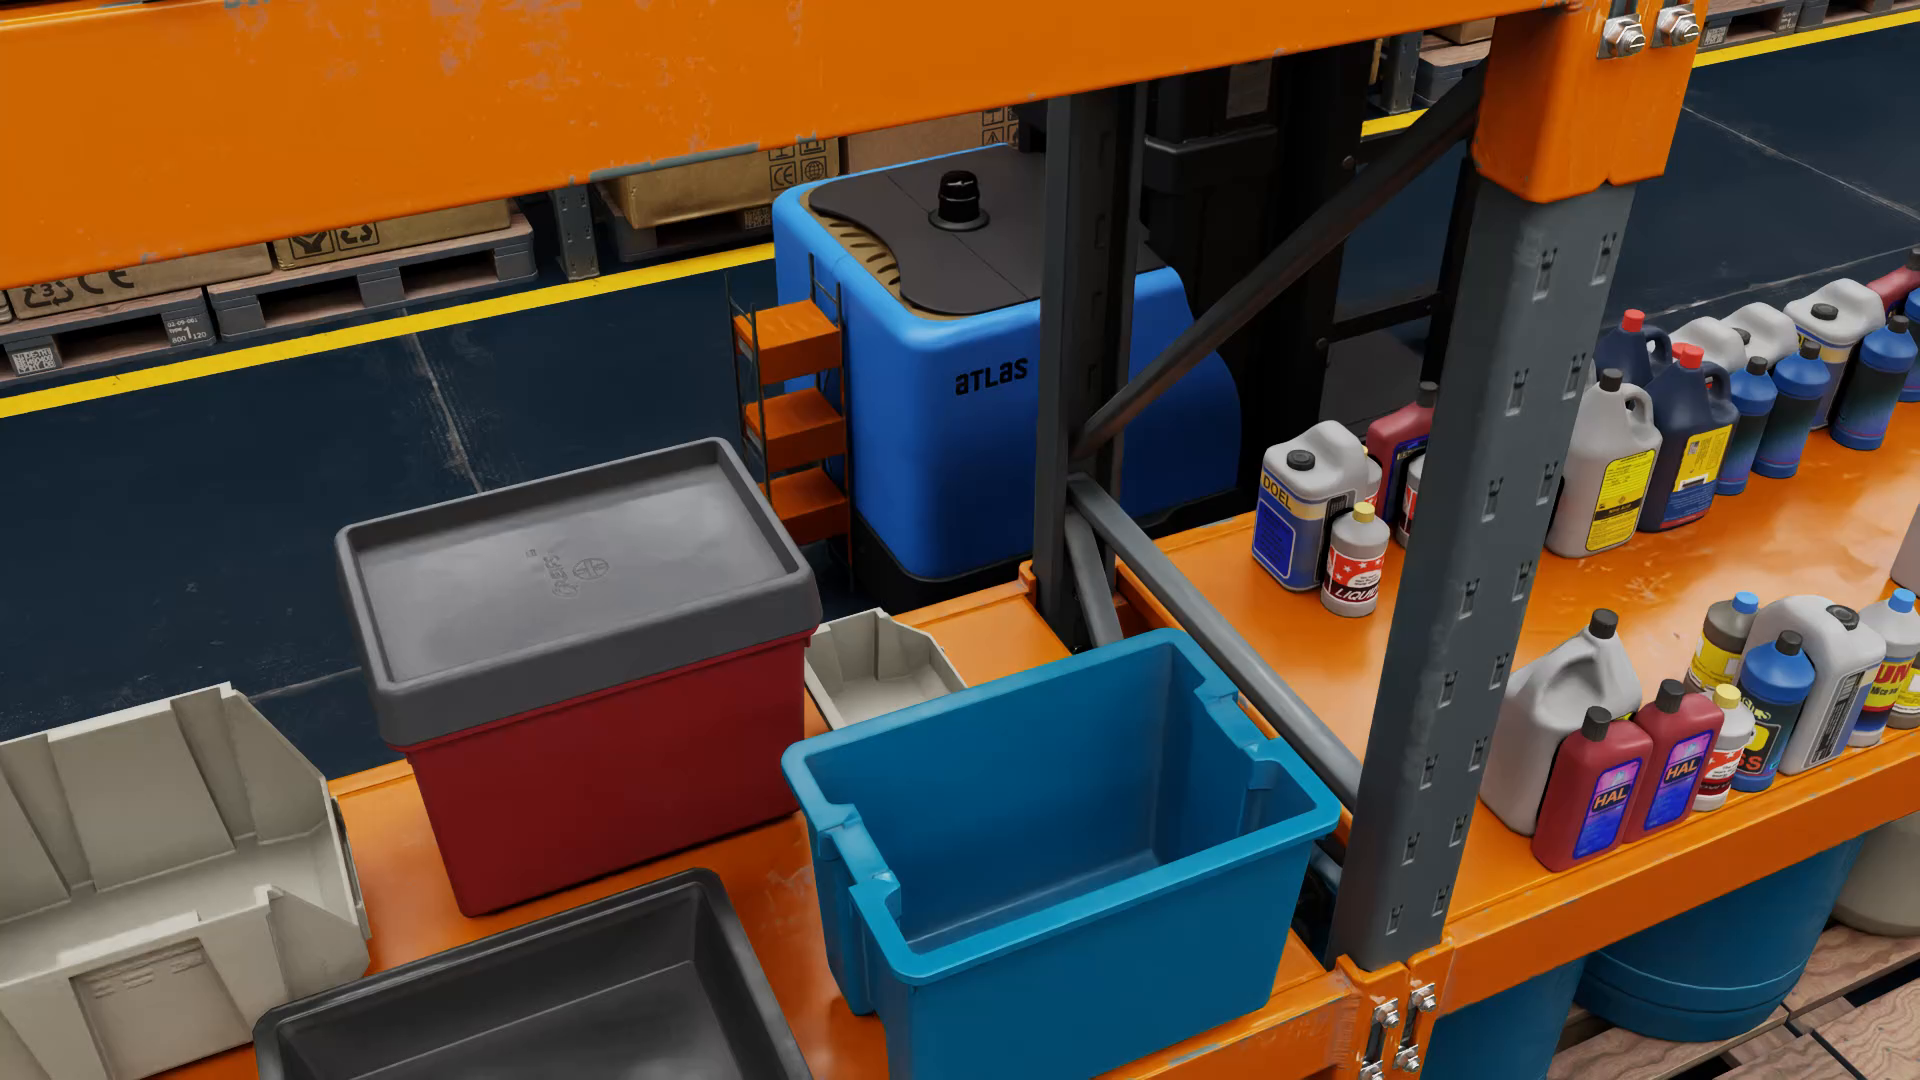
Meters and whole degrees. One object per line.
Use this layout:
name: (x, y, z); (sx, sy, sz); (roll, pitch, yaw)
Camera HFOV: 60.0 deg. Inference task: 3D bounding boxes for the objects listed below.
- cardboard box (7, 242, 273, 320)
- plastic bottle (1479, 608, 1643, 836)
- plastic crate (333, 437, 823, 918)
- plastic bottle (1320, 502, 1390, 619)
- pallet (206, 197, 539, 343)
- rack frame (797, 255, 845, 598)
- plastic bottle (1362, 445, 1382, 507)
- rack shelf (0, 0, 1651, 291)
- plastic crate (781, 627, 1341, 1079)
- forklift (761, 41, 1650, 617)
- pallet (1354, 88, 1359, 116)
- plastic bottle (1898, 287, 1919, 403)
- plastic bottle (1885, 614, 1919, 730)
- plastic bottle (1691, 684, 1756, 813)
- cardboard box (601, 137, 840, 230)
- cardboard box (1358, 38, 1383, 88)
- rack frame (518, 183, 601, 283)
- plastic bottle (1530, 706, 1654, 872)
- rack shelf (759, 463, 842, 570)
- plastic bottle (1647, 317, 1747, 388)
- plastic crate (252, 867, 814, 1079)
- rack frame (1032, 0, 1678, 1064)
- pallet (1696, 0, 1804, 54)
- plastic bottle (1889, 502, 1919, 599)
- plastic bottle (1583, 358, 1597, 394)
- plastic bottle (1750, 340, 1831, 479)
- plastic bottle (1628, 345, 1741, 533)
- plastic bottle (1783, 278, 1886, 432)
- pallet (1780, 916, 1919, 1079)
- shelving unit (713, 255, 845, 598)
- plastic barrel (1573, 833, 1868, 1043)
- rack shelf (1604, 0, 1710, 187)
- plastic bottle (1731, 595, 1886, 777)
cardboard box: (-3.158, -1.476, 6.154); (0.875, 0.875, 0.875); (-16, 39, -20)
plastic bottle: (0.886, 0.253, 2.432); (0.185, 0.351, 0.144); (-16, 39, -20)
plastic crate: (-0.522, 0.199, 2.360); (0.583, 0.464, 0.402); (-16, 39, -20)
plastic bottle: (0.682, 0.026, 2.863); (0.097, 0.201, 0.097); (0, 37, 0)
pallet: (-2.433, -1.243, 6.748); (1.213, 0.211, 1.003); (-16, 39, -20)
rack frame: (-0.395, -0.302, 4.776); (0.008, 1.050, 0.200); (-17, 40, -22)
plastic bottle: (0.706, -0.080, 3.007); (0.097, 0.201, 0.097); (0, 37, 0)
rack shelf: (-1.417, -0.251, 1.157); (4.000, 0.370, 1.077); (-16, 39, -20)
plastic crate: (0.115, 0.443, 2.098); (0.575, 0.384, 0.392); (-16, 39, -20)
forklift: (0.959, -1.472, 4.775); (3.031, 2.935, 1.130); (-17, 40, -22)
pallet: (1.164, -2.246, 8.102); (1.213, 0.211, 1.003); (-16, 39, -20)
plastic bottle: (1.971, -0.422, 3.409); (0.097, 0.271, 0.097); (0, 37, 0)
plastic bottle: (1.510, 0.194, 2.637); (0.097, 0.201, 0.097); (0, 37, 0)
plastic bottle: (1.124, 0.302, 2.491); (0.097, 0.201, 0.097); (0, 37, 0)
cardboard box: (-1.141, -2.001, 6.861); (0.875, 0.875, 1.225); (-15, 39, -20)
cardboard box: (1.276, -2.677, 7.773); (0.875, 0.875, 1.225); (-17, 40, -22)
rack frame: (-1.711, -2.513, 6.120); (0.127, 3.000, 1.000); (-16, 39, -20)
plastic bottle: (0.906, 0.342, 2.369); (0.133, 0.283, 0.061); (-16, 39, -20)
rack shelf: (-0.503, -0.037, 4.902); (0.240, 0.259, 0.215); (-17, 40, -22)
plastic bottle: (1.400, -0.286, 3.222); (0.135, 0.276, 0.152); (-16, 39, -20)
plastic crate: (-0.506, 0.673, 2.006); (0.590, 0.125, 0.437); (-16, 39, -20)
rack frame: (0.393, 0.158, 2.519); (0.127, 3.000, 1.000); (-16, 39, -20)
pallet: (3.720, -2.909, 8.995); (1.213, 0.211, 1.003); (-16, 39, -20)
plastic bottle: (1.747, -0.020, 2.863); (0.135, 0.276, 0.152); (-16, 39, -20)
plastic bottle: (1.086, -0.231, 3.085); (0.185, 0.351, 0.144); (-16, 39, -20)
plastic bottle: (1.591, -0.256, 3.185); (0.097, 0.271, 0.097); (0, 37, 0)
plastic bottle: (1.315, -0.200, 3.043); (0.185, 0.351, 0.144); (-16, 39, -20)
plastic bottle: (1.731, -0.379, 3.347); (0.135, 0.276, 0.152); (-16, 39, -20)
pallet: (2.215, 0.794, 4.002); (1.213, 0.211, 1.003); (-16, 39, -20)
shelving unit: (-0.503, -0.268, 4.731); (0.252, 1.050, 0.215); (-17, 40, -22)
plastic barrel: (1.534, 0.525, 3.434); (0.708, 0.901, 0.600); (-16, 39, -20)
rack shelf: (2.204, -1.264, 2.522); (4.000, 0.370, 1.077); (-16, 39, -20)
plastic bottle: (1.305, 0.204, 2.562); (0.135, 0.276, 0.152); (-16, 39, -20)
